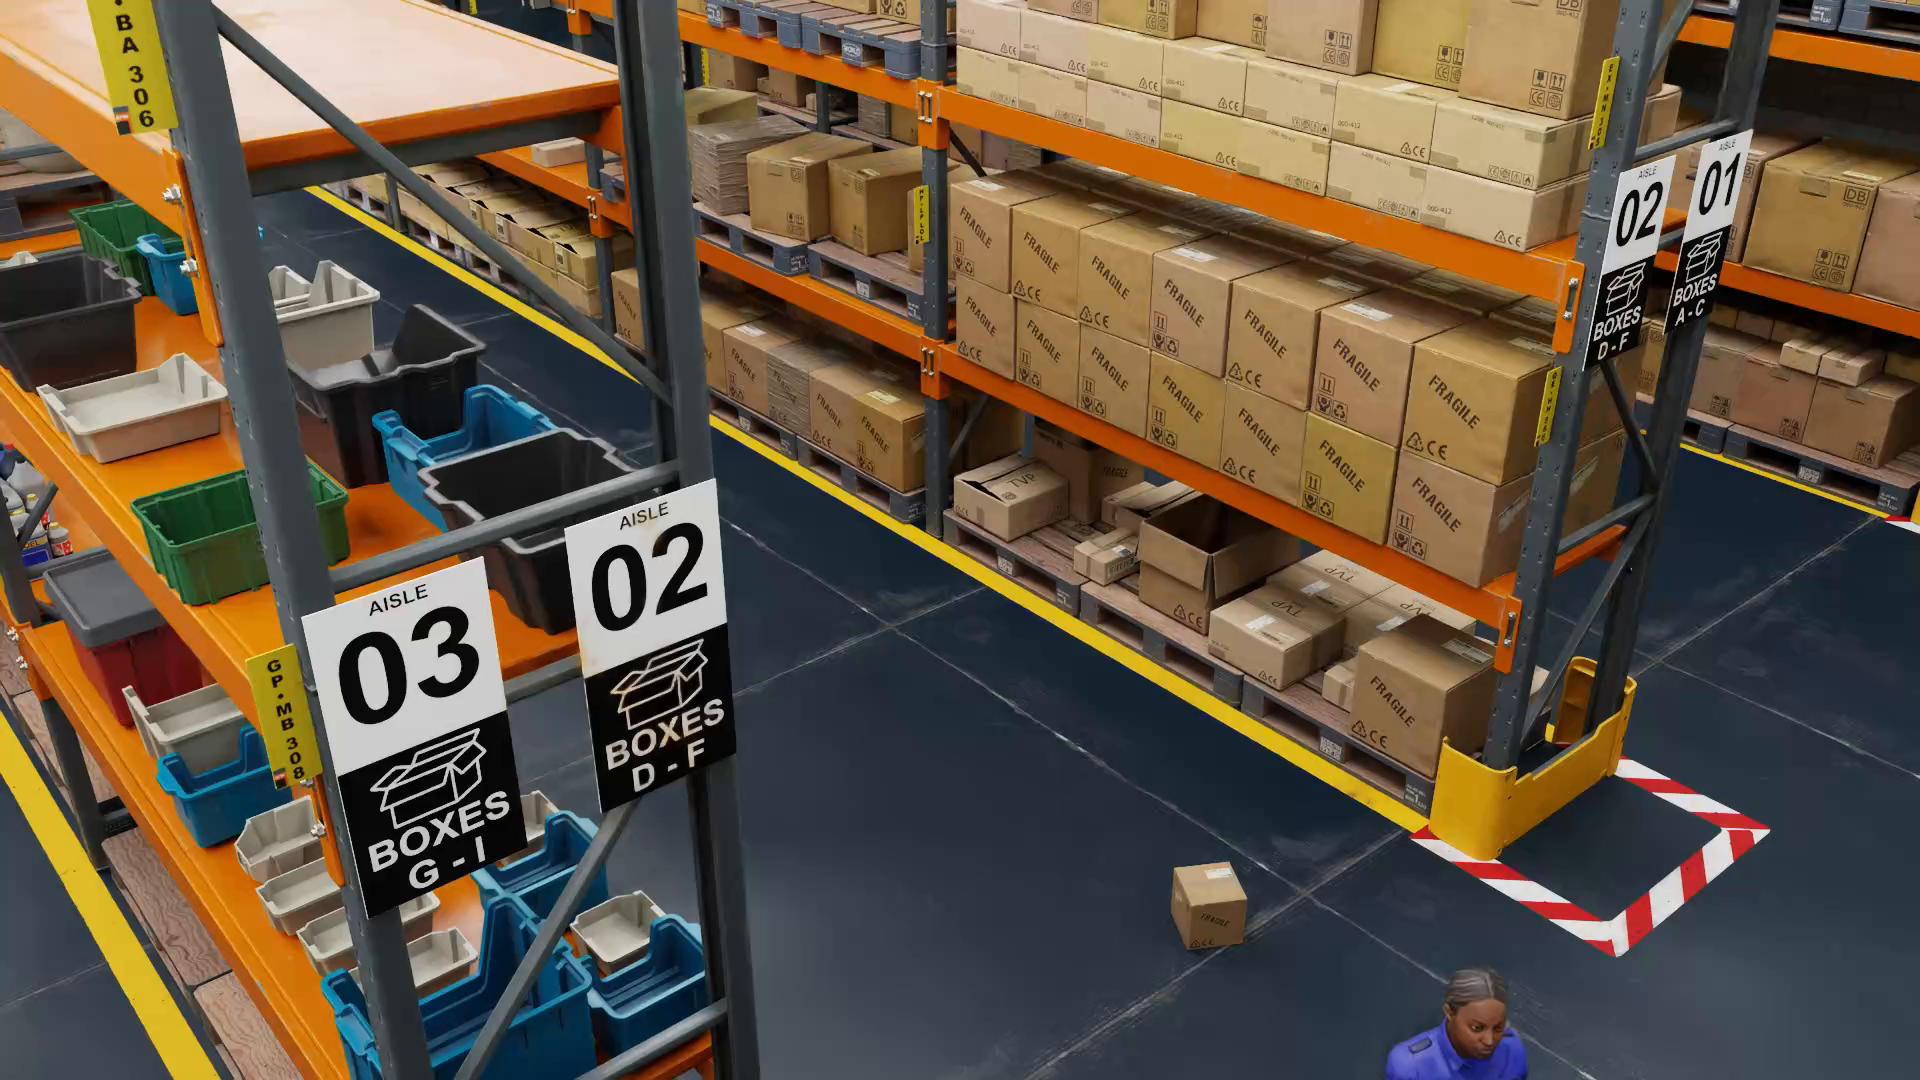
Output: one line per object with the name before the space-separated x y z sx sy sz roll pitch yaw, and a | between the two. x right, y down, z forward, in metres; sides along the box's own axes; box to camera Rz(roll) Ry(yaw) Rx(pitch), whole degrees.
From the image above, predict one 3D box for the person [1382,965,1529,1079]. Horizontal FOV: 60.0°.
person | 1.451 1.956 4.955 0.452 1.651 0.445 -7 29 -13
